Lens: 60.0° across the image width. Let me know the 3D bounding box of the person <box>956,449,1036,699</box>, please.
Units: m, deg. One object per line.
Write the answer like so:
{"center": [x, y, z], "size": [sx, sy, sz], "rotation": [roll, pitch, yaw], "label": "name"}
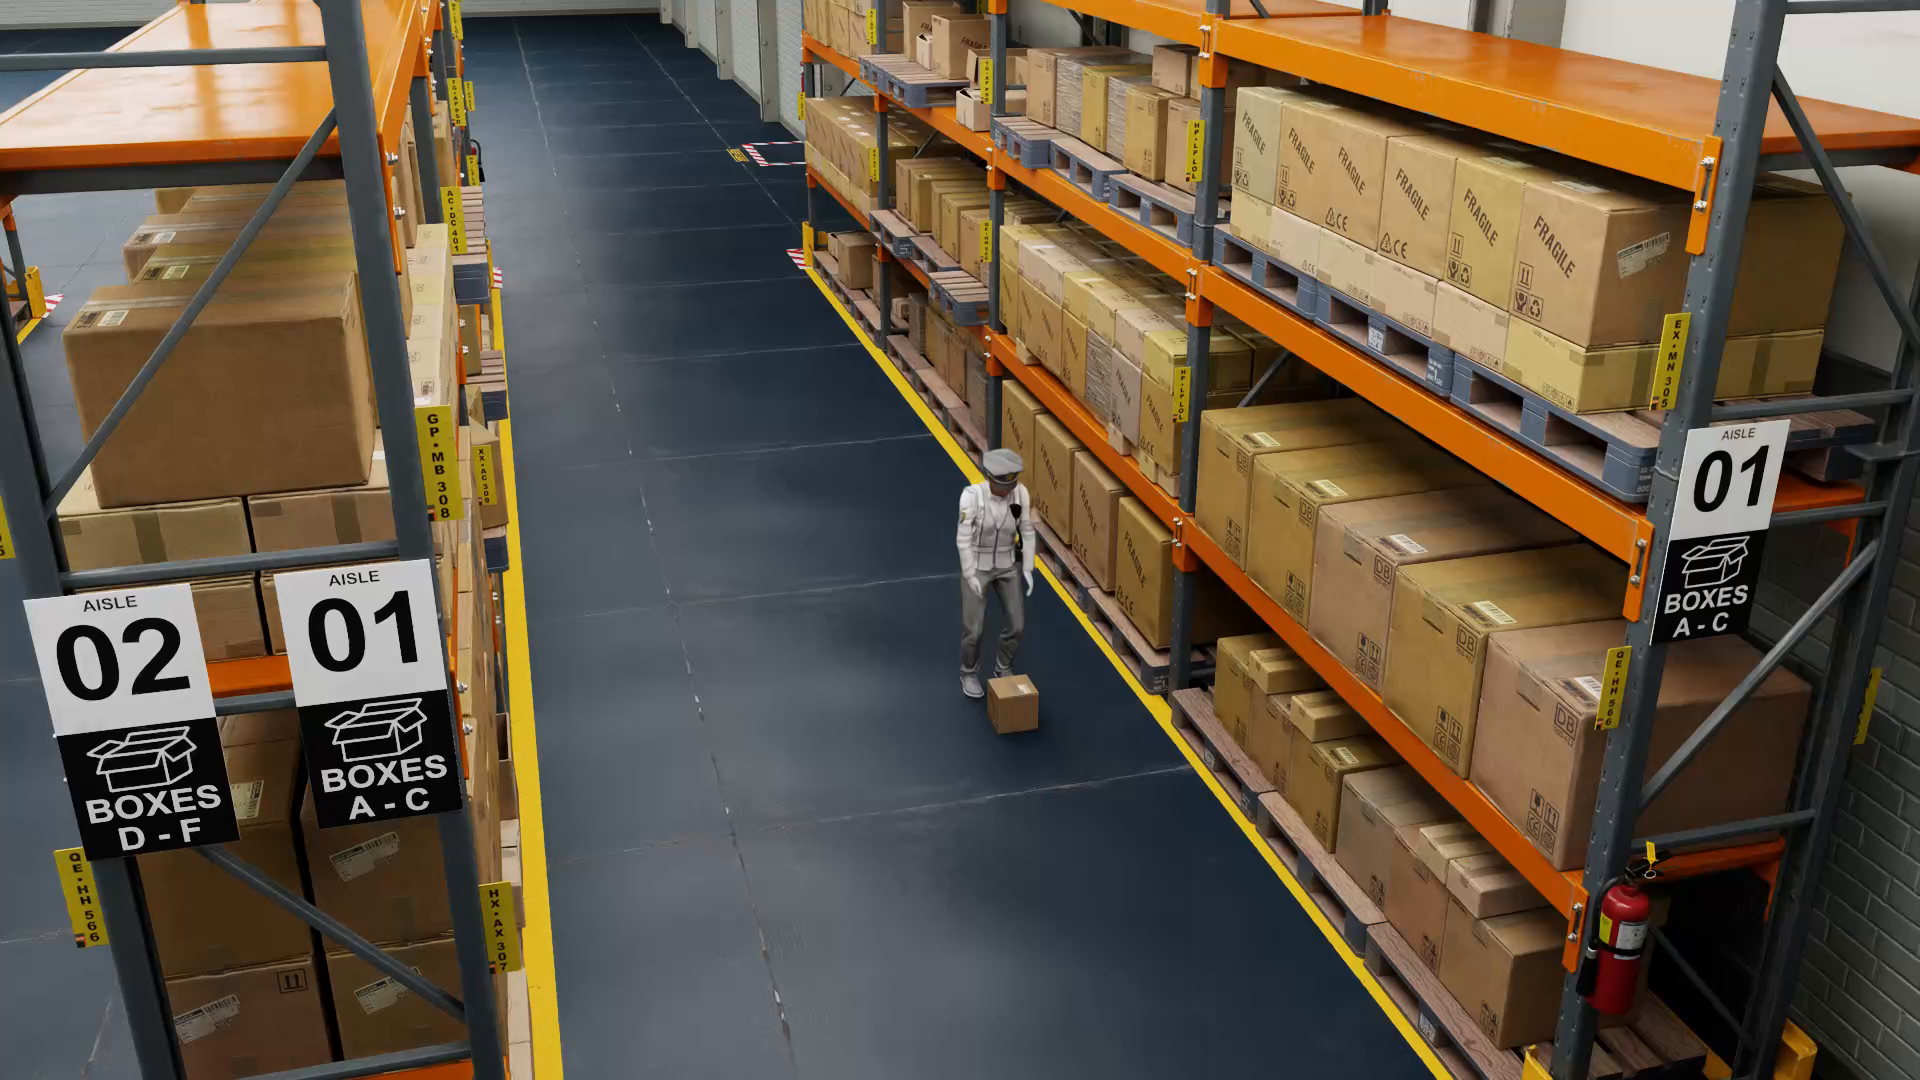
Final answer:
{"center": [0.226, 0.198, 10.253], "size": [0.504, 1.616, 0.465], "rotation": [-6, 24, -14], "label": "person"}
